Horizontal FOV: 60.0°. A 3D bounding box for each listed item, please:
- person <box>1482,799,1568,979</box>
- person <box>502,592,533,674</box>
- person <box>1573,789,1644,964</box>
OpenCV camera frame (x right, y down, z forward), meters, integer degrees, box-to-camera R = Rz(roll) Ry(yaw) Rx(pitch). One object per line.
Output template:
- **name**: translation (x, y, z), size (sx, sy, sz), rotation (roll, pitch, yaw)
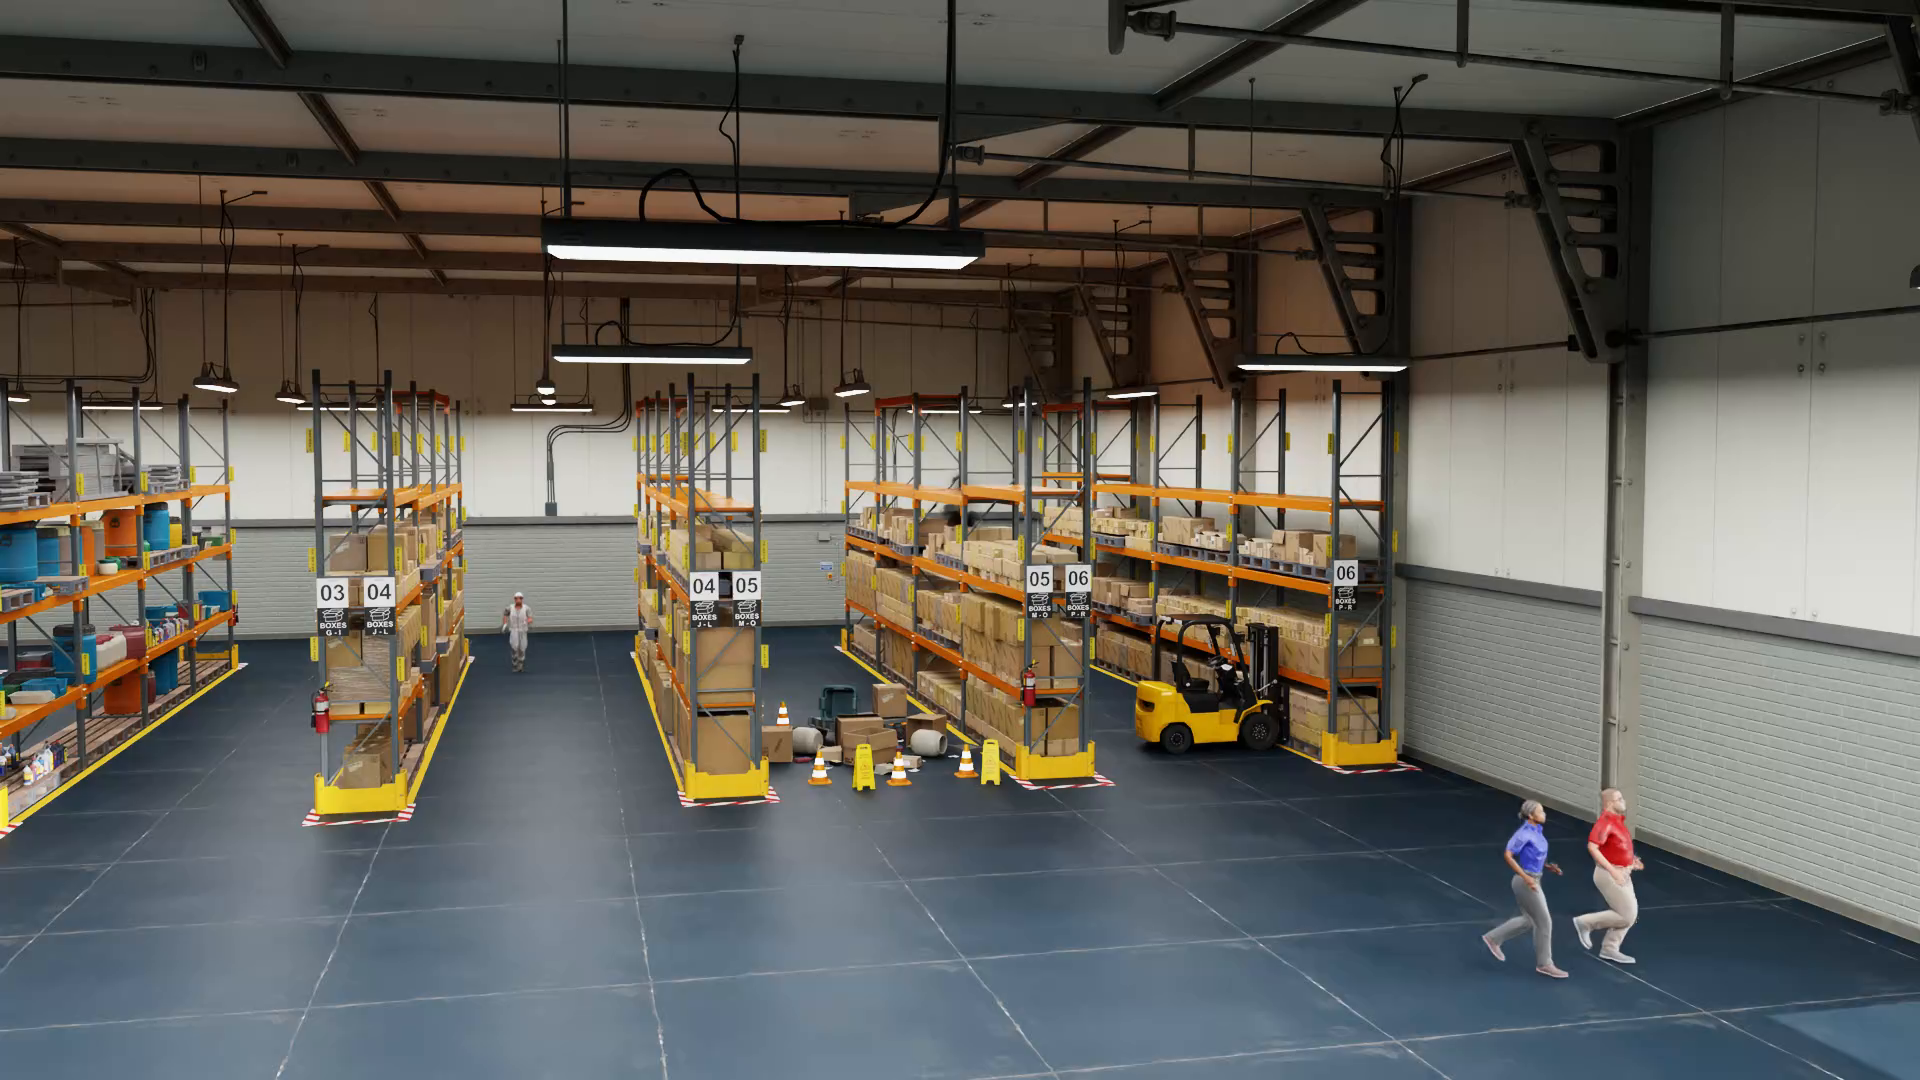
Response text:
- **person**: translation (5.354, 3.266, 15.714), size (0.788, 1.647, 0.597), rotation (2, 4, 28)
- **person**: translation (-9.620, 2.021, 36.194), size (0.649, 1.777, 0.783), rotation (-1, 3, -18)
- **person**: translation (6.302, 3.240, 16.071), size (0.542, 1.684, 0.670), rotation (2, 4, 30)
